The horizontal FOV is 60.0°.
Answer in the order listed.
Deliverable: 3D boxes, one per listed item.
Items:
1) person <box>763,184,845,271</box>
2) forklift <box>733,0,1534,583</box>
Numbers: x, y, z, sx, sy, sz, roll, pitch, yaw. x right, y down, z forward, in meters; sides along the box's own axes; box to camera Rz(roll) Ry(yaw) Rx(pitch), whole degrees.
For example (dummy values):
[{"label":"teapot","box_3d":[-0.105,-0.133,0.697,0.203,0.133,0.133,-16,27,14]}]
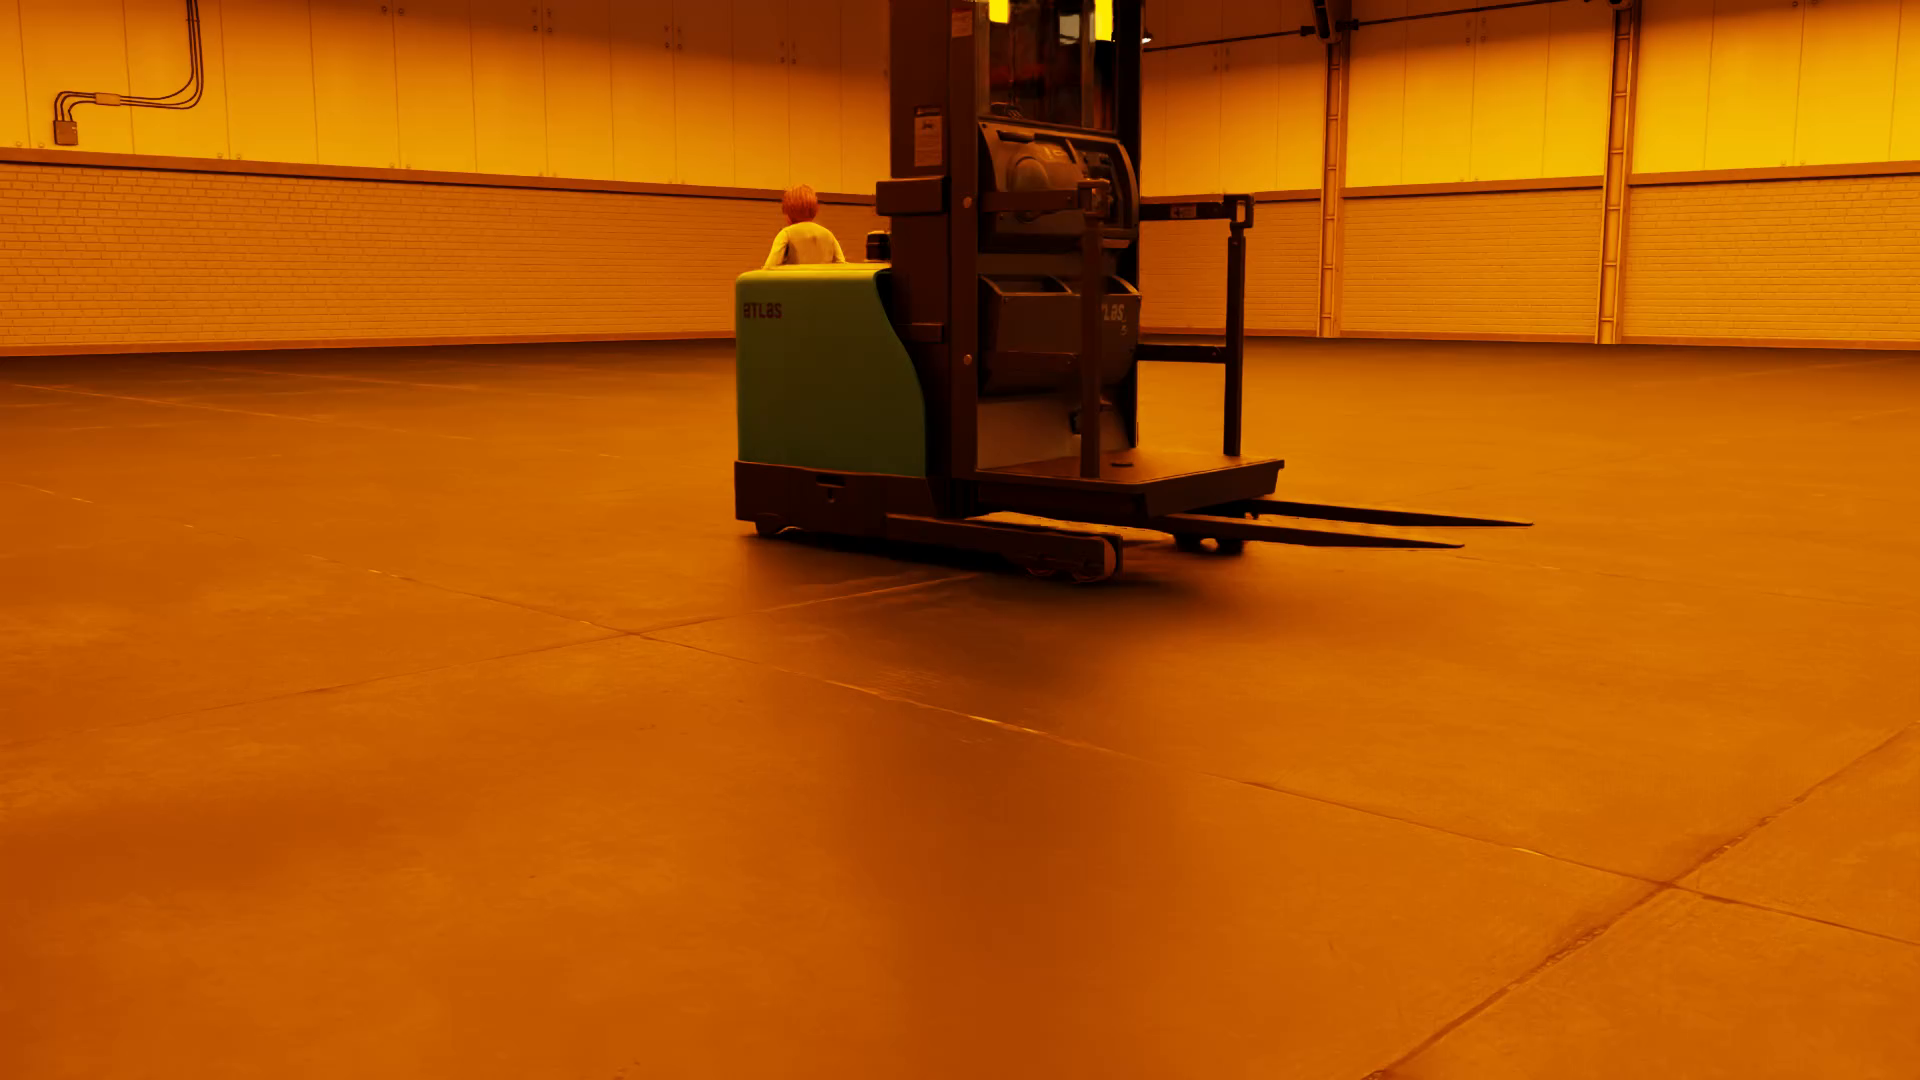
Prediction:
[{"label":"person","box_3d":[-0.890,-1.181,9.281,0.582,1.577,0.433,-7,11,-41]},{"label":"forklift","box_3d":[0.544,-1.388,6.093,3.031,2.935,1.130,7,11,38]}]
